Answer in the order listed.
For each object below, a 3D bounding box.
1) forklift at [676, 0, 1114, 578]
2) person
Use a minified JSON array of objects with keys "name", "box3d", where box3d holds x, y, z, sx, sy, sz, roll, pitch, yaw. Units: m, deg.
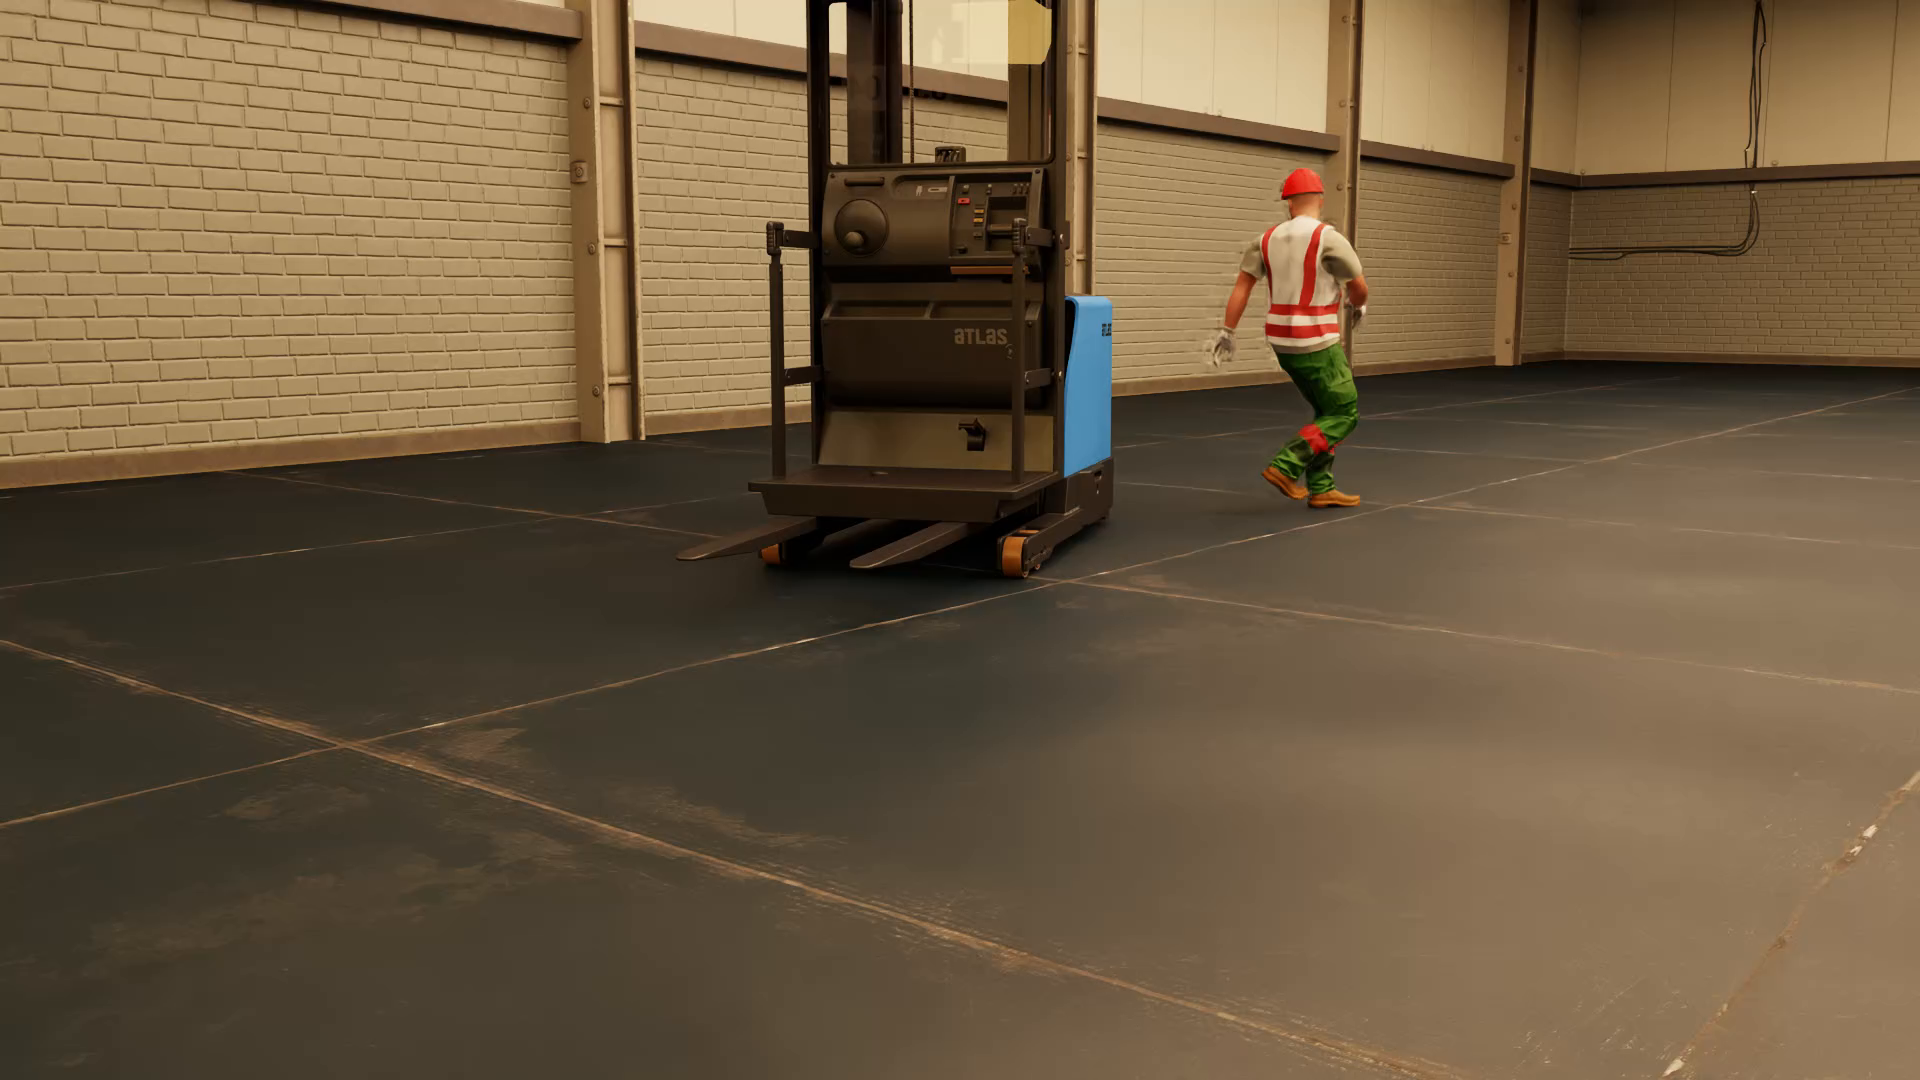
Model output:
[{"name":"forklift","box3d":[-0.176,-1.366,6.616,1.130,2.935,3.031,3,9,17]},{"name":"person","box3d":[1.736,-1.010,8.426,0.735,1.708,0.650,-4,9,-24]}]
